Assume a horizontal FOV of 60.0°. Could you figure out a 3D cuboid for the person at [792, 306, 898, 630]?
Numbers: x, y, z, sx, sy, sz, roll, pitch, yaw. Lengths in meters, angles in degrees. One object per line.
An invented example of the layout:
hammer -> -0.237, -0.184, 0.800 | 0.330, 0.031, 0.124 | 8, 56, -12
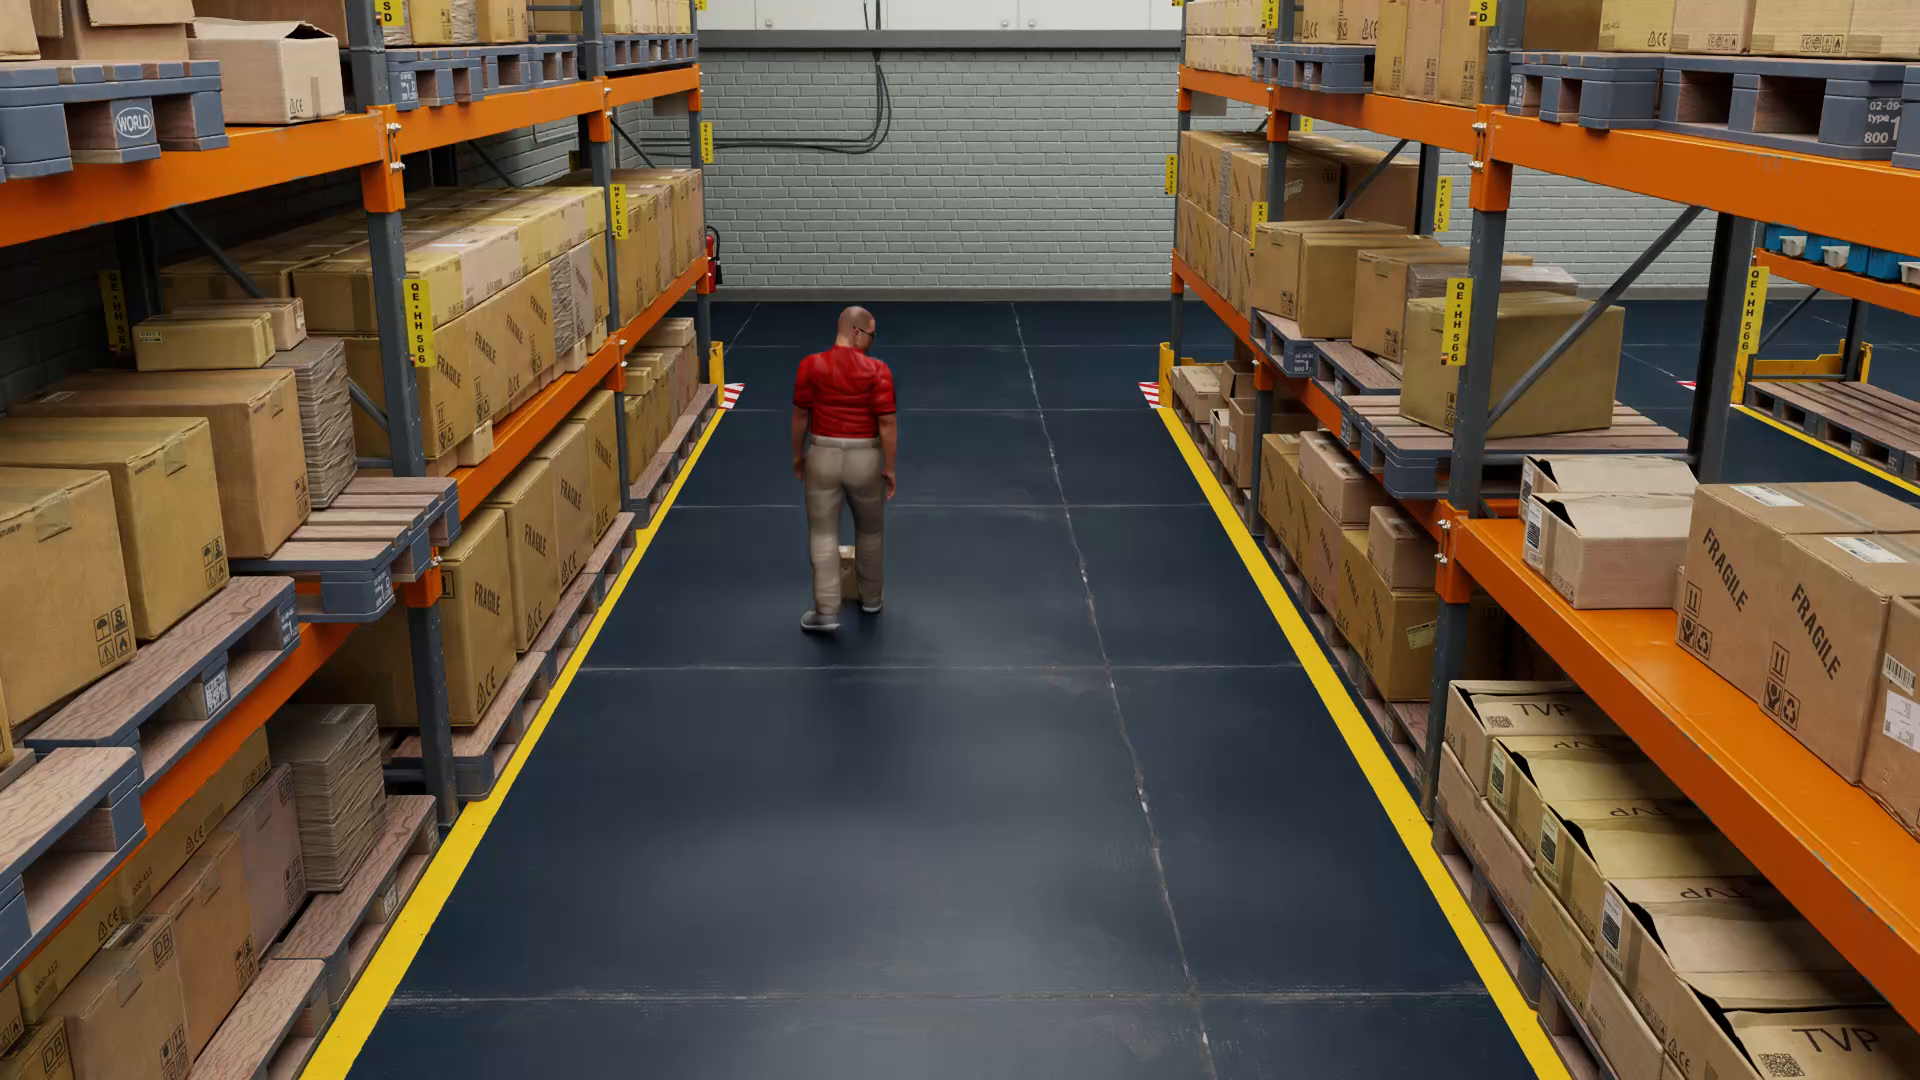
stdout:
person -> -0.609, -0.398, 8.838 | 0.572, 1.708, 0.772 | 0, 17, 0
